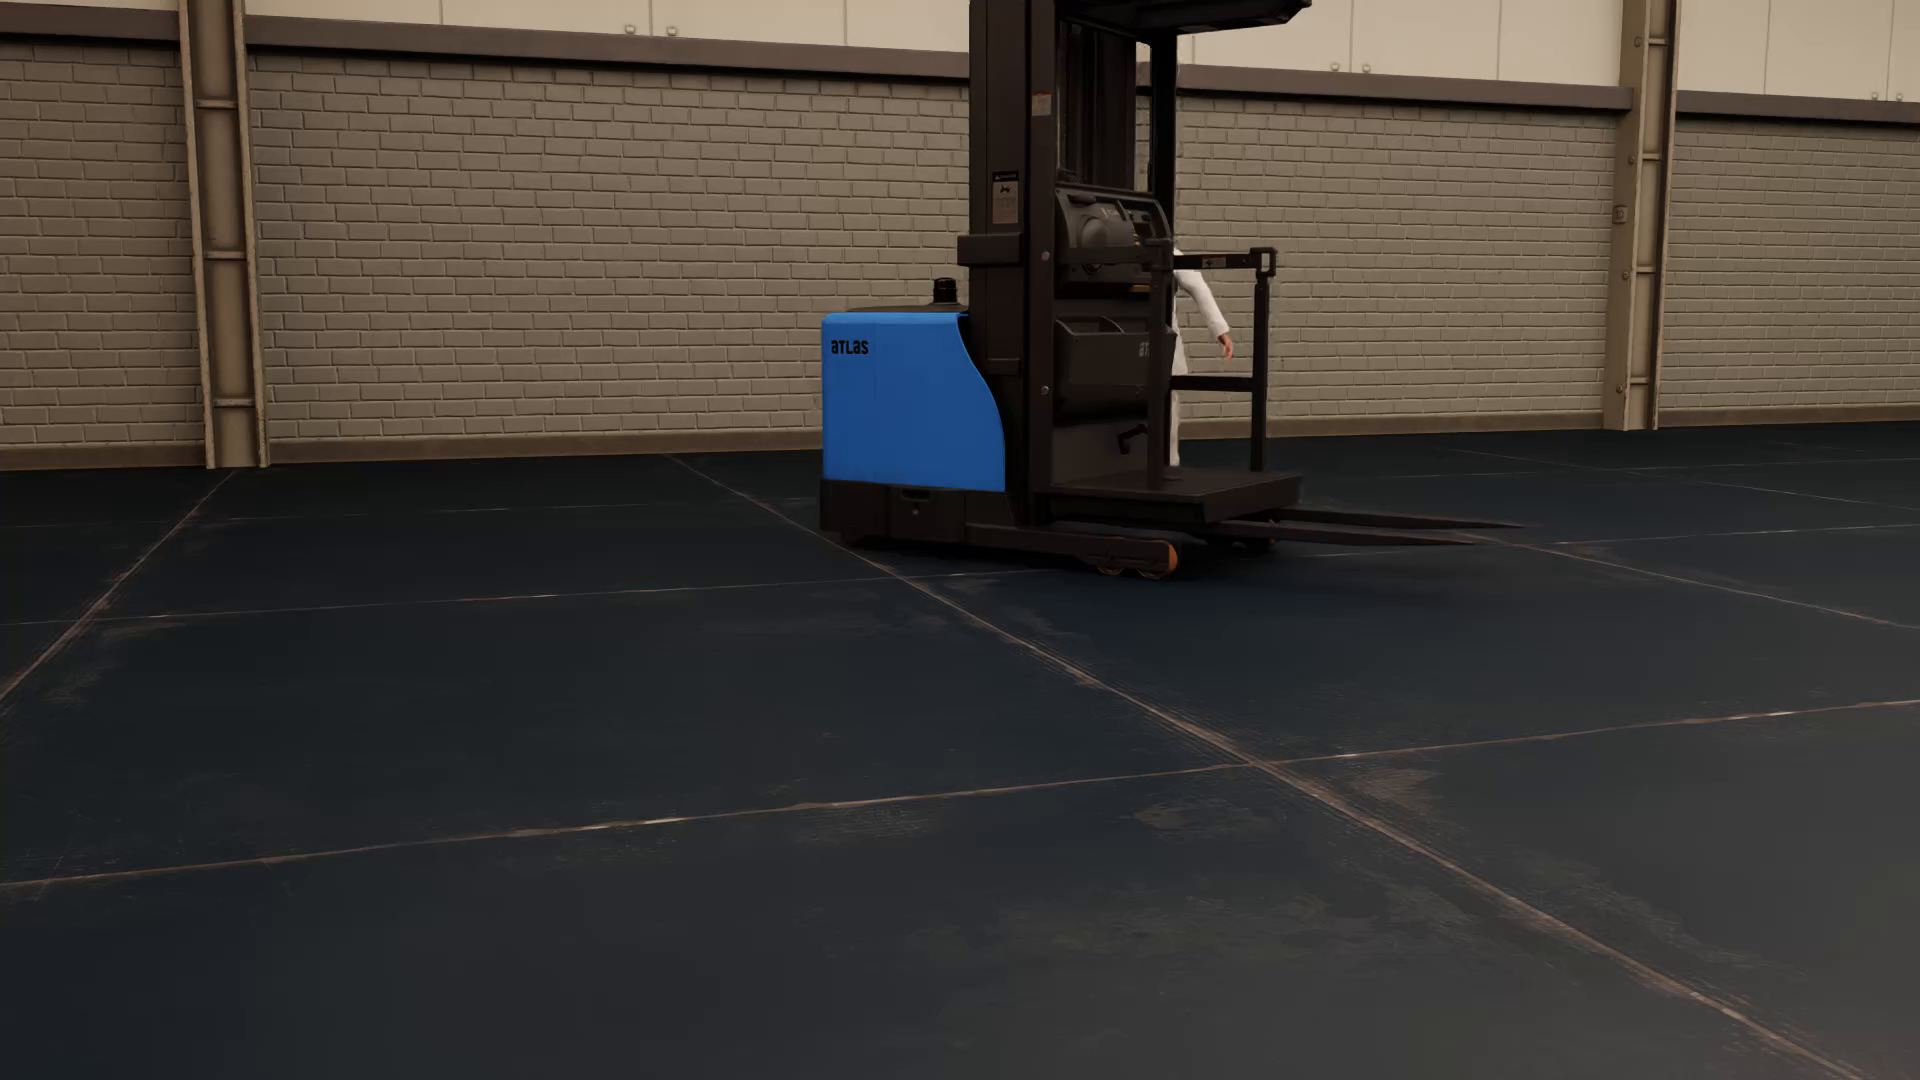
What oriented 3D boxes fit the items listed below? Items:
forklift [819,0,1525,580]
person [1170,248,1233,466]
[{"bbox_3d":[0.850,-1.372,7.132,3.031,2.935,1.130,5,9,34],"label":"forklift"},{"bbox_3d":[1.228,-1.226,10.591,1.049,1.782,0.760,2,8,15],"label":"person"}]
